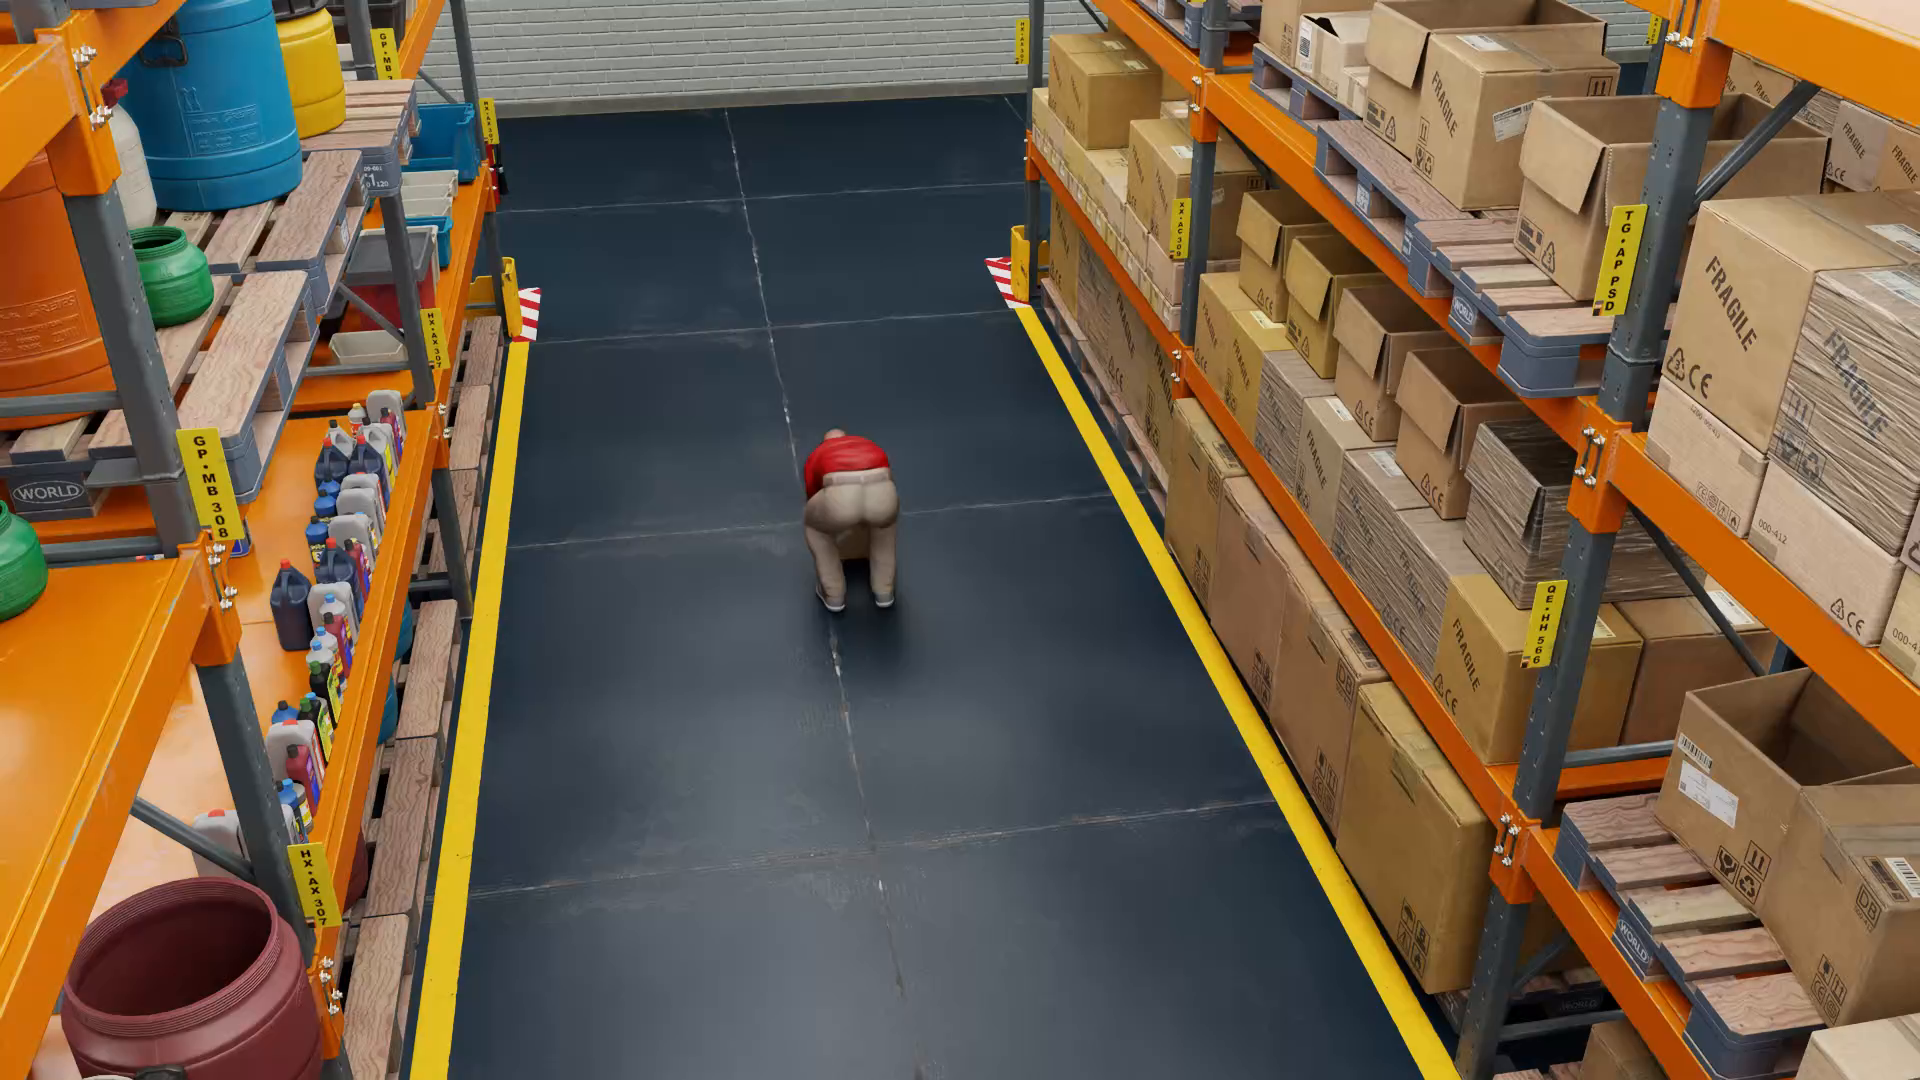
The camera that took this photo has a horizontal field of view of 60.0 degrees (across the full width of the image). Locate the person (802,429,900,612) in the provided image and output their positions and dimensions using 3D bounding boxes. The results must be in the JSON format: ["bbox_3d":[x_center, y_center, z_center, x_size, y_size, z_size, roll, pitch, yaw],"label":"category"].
[{"bbox_3d":[-0.614,-0.163,9.227,0.540,0.922,0.956,-7,31,-11],"label":"person"}]
